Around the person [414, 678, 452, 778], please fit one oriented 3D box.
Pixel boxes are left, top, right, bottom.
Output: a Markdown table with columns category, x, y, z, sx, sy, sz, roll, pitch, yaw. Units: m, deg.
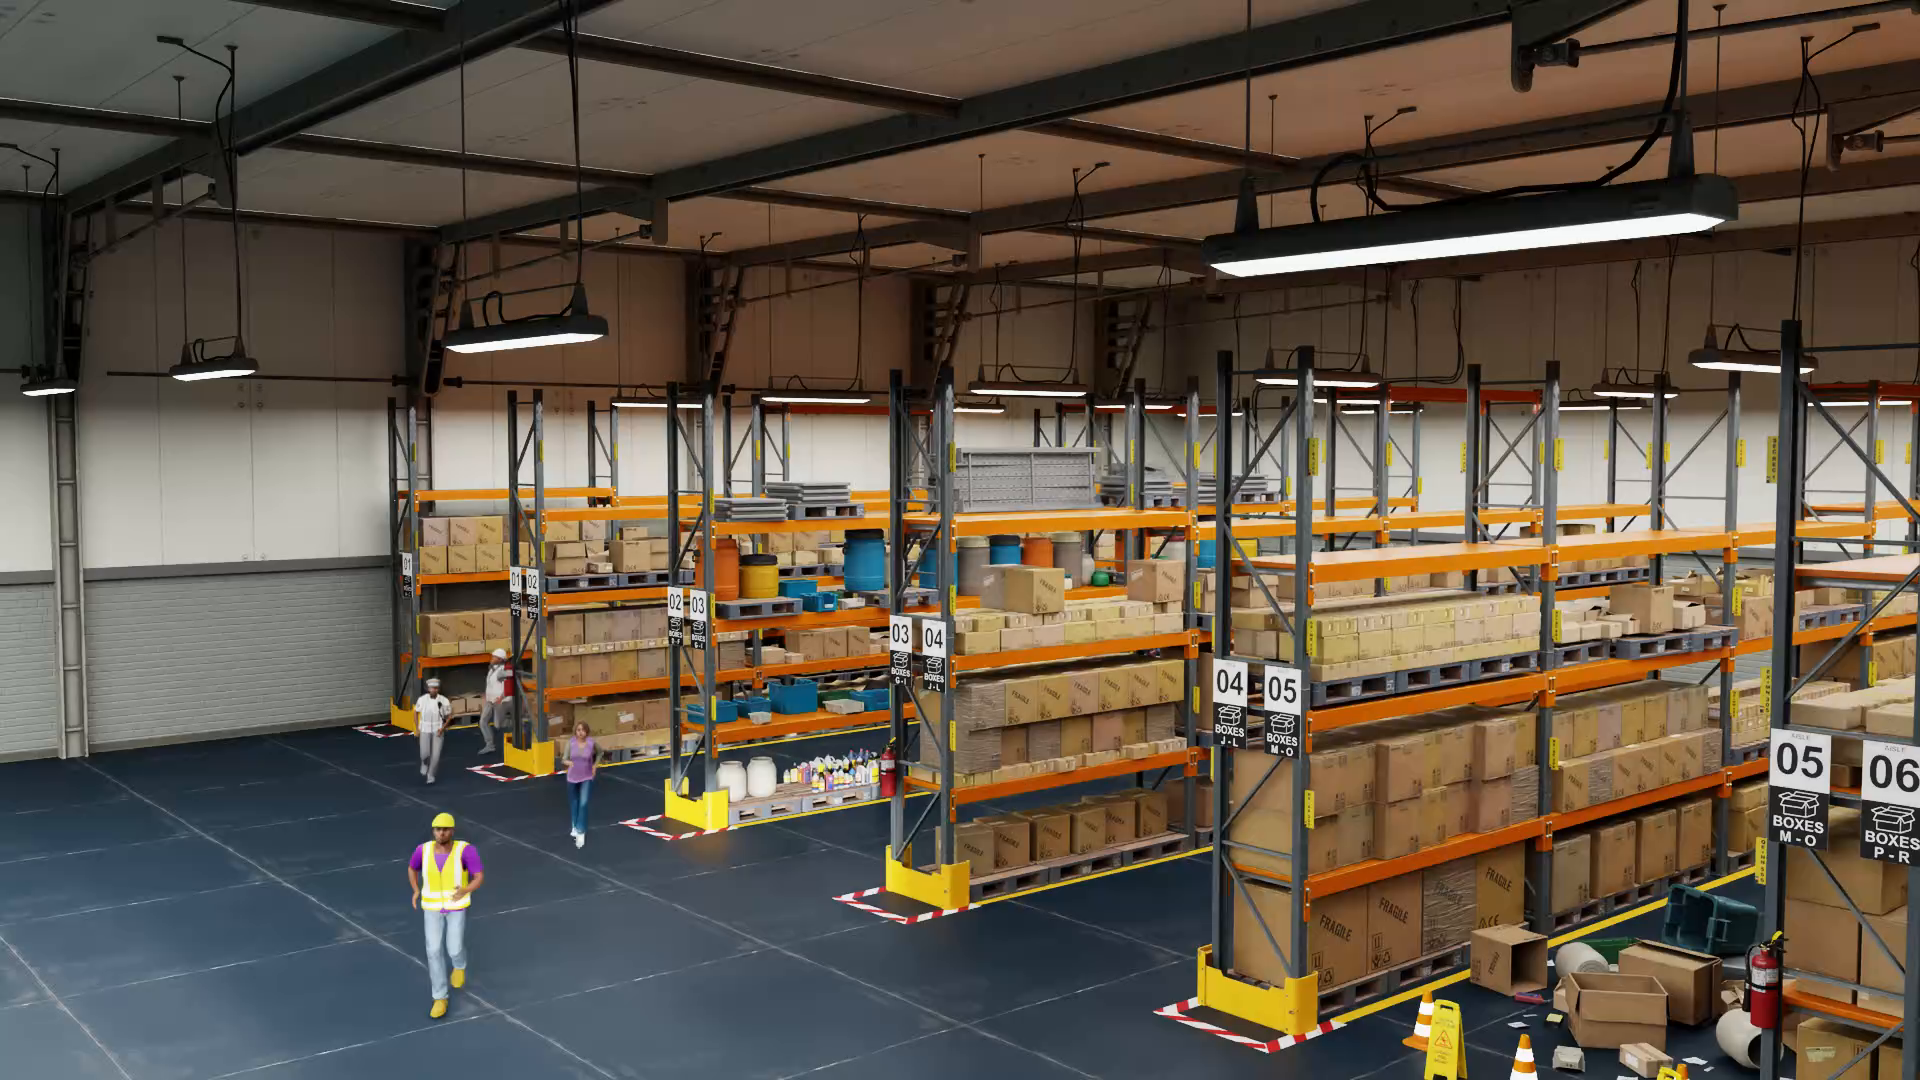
| category | x | y | z | sx | sy | sz | roll | pitch | yaw |
| --- | --- | --- | --- | --- | --- | --- | --- | --- | --- |
| person | -7.974 | 2.855 | 25.170 | 0.543 | 1.559 | 0.478 | -1 | 4 | -20 |

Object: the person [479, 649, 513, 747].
| category | x | y | z | sx | sy | sz | roll | pitch | yaw |
| --- | --- | --- | --- | --- | --- | --- | --- | --- | --- |
| person | -7.722 | 2.652 | 27.920 | 0.445 | 1.661 | 0.697 | 3 | 5 | 43 |

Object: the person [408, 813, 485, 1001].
| category | x | y | z | sx | sy | sz | roll | pitch | yaw |
| --- | --- | --- | --- | --- | --- | --- | --- | --- | --- |
| person | -4.735 | 3.338 | 15.328 | 0.704 | 1.681 | 0.750 | -1 | 3 | -9 |

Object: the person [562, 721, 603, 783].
| category | x | y | z | sx | sy | sz | roll | pitch | yaw |
| --- | --- | --- | --- | --- | --- | --- | --- | --- | --- |
| person | -4.862 | 2.715 | 21.303 | 0.493 | 0.789 | 0.601 | 0 | 3 | -2 |
